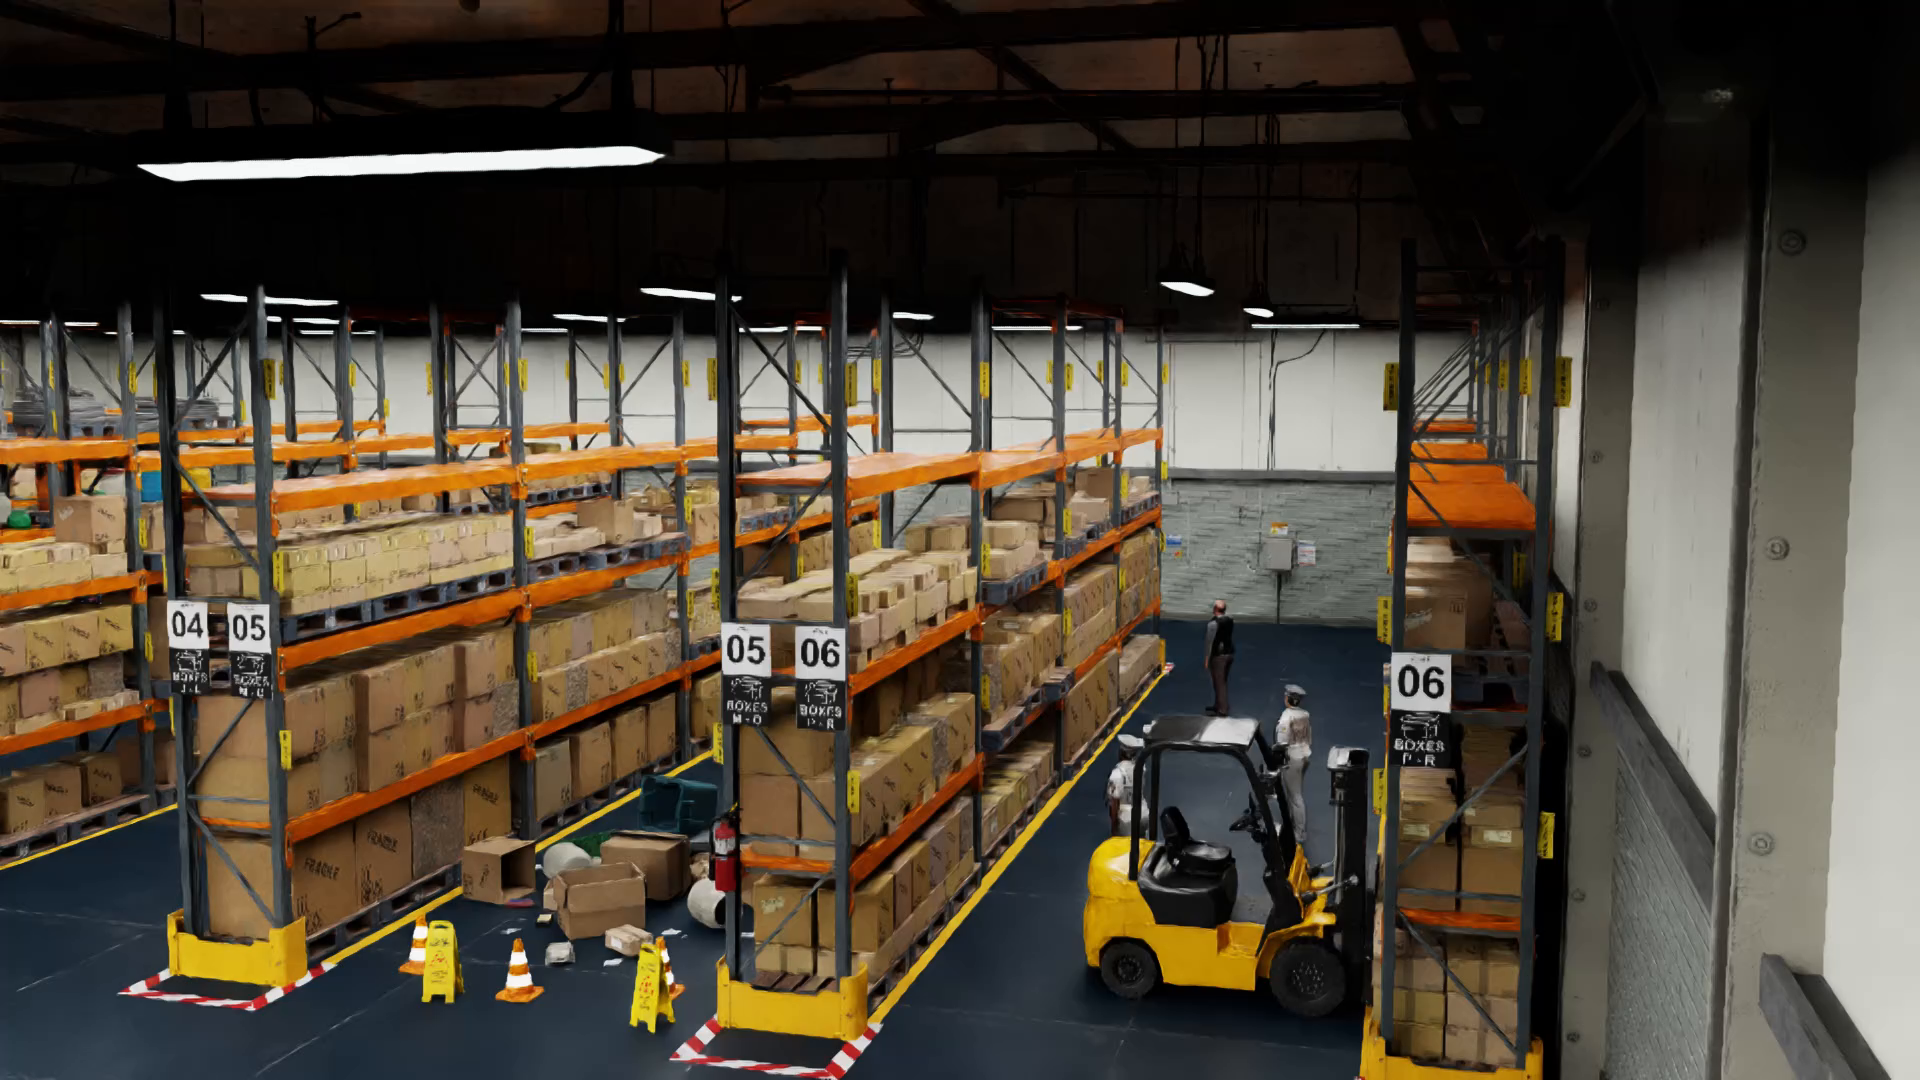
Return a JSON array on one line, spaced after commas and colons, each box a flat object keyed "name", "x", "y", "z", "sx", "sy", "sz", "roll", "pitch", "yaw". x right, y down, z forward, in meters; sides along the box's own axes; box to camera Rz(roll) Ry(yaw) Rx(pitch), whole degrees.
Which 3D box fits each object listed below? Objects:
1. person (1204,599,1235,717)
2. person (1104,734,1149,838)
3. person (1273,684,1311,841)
[{"name": "person", "x": 3.784, "y": 1.718, "z": 24.382, "sx": 0.576, "sy": 1.718, "sz": 0.626, "roll": 6, "pitch": 8, "yaw": 43}, {"name": "person", "x": 1.545, "y": 2.668, "z": 15.693, "sx": 0.469, "sy": 1.677, "sz": 0.497, "roll": 6, "pitch": 9, "yaw": 45}, {"name": "person", "x": 3.616, "y": 2.407, "z": 18.147, "sx": 0.555, "sy": 1.664, "sz": 0.585, "roll": 5, "pitch": 8, "yaw": 40}]
